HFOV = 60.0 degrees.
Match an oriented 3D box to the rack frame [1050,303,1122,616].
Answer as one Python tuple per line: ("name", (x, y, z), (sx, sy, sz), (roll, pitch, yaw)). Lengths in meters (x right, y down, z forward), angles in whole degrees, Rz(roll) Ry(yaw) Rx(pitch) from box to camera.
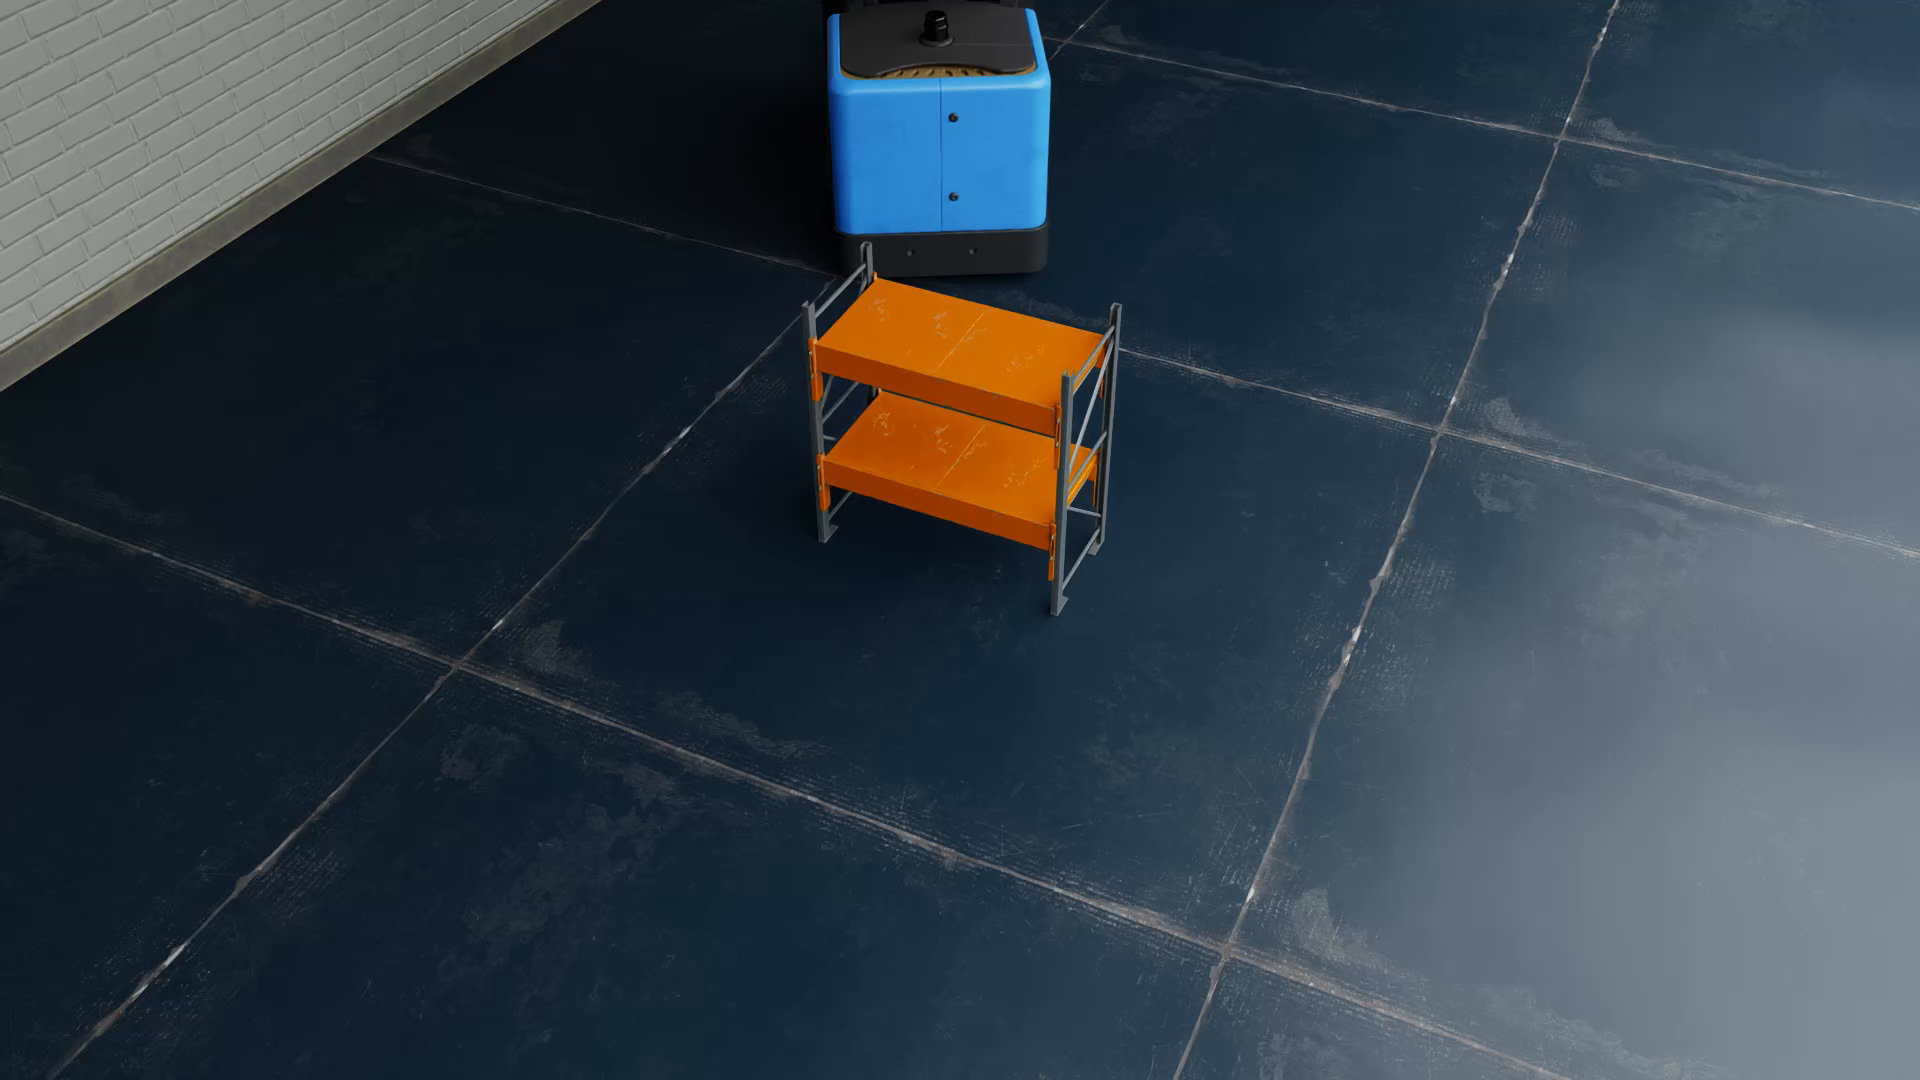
("rack frame", (0.467, -0.282, 6.217), (0.032, 1.125, 0.500), (17, 44, 19))

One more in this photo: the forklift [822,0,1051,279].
("forklift", (-0.181, -3.335, 8.360), (1.130, 2.935, 3.031), (-2, 41, -3))

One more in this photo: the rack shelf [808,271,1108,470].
("rack shelf", (0.006, -0.644, 6.188), (1.000, 0.278, 0.538), (17, 44, 19))

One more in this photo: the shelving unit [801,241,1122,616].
("shelving unit", (0.006, -0.423, 6.379), (1.048, 1.125, 0.538), (17, 44, 19))

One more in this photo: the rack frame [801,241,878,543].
("rack frame", (-0.455, -0.564, 6.542), (0.032, 1.125, 0.500), (17, 44, 19))

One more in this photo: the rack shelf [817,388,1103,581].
("rack shelf", (0.006, -0.238, 6.540), (1.000, 0.278, 0.538), (17, 44, 19))
